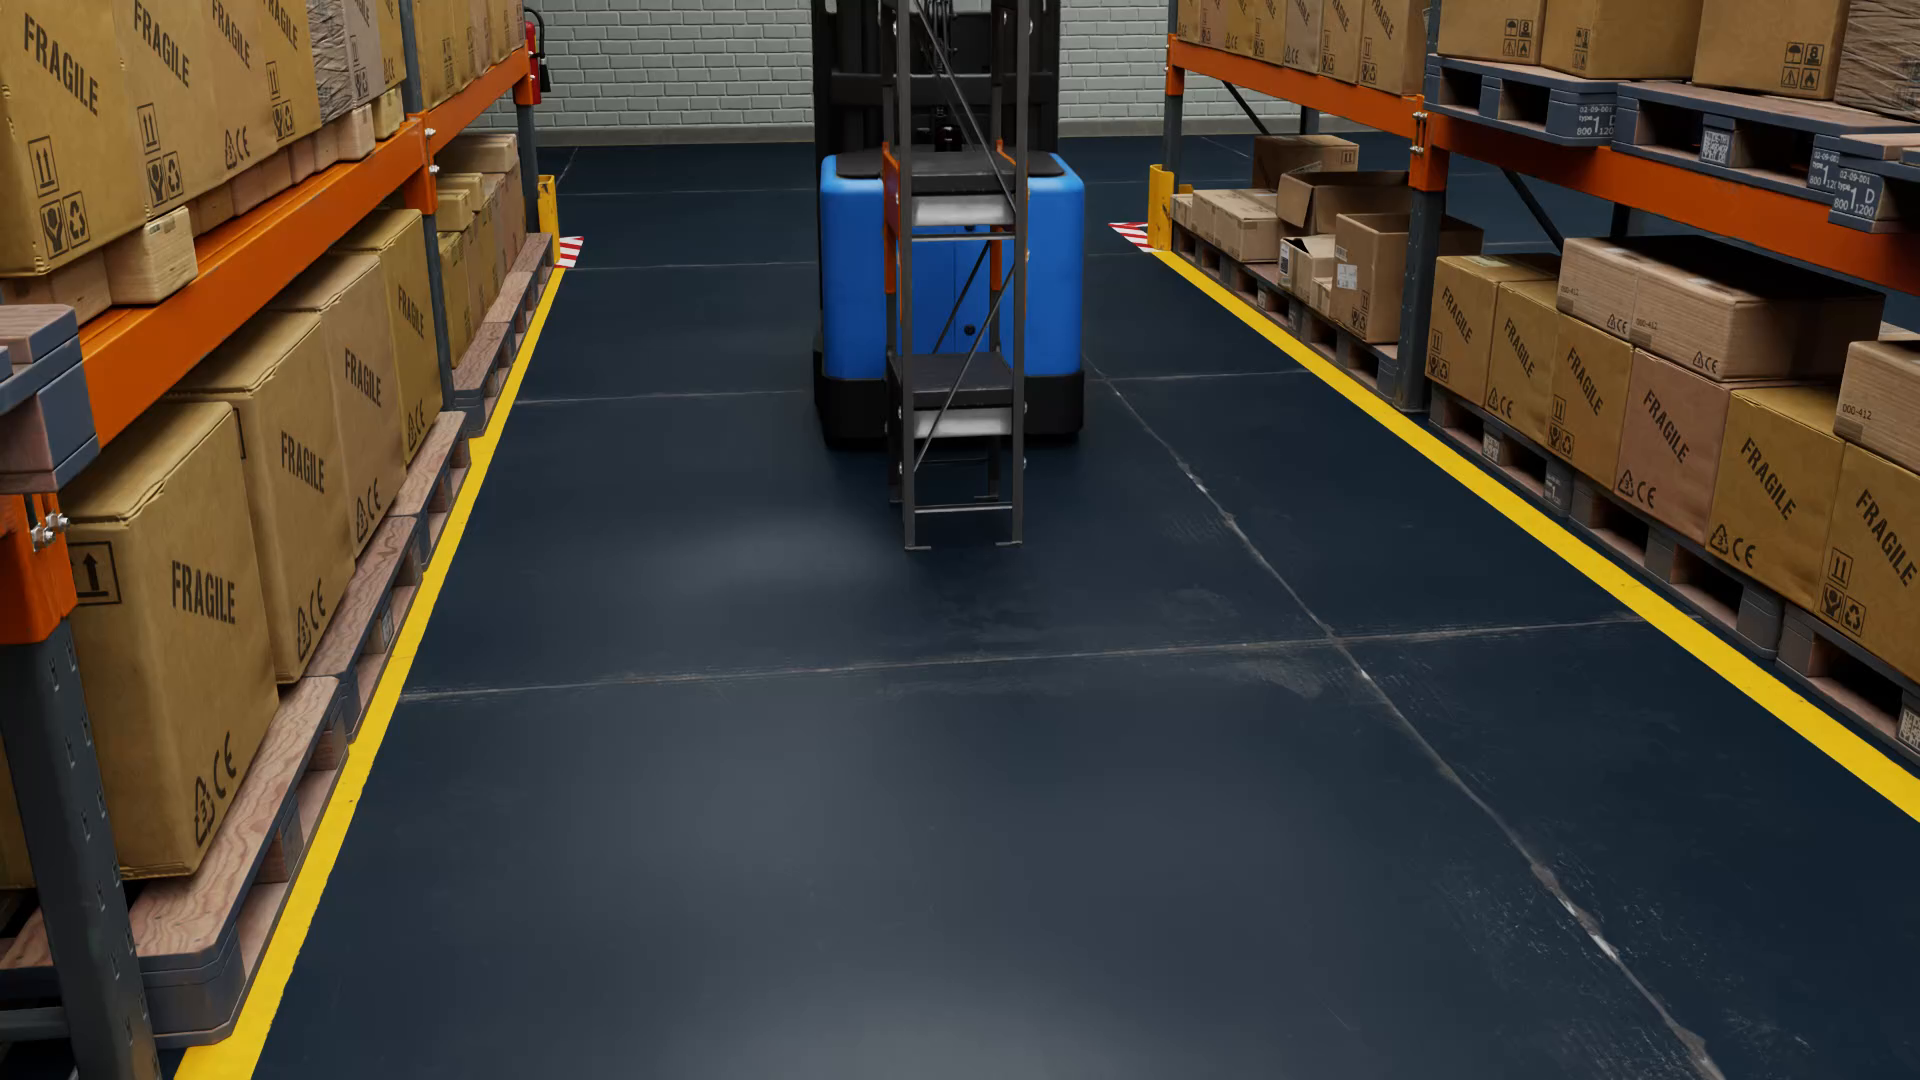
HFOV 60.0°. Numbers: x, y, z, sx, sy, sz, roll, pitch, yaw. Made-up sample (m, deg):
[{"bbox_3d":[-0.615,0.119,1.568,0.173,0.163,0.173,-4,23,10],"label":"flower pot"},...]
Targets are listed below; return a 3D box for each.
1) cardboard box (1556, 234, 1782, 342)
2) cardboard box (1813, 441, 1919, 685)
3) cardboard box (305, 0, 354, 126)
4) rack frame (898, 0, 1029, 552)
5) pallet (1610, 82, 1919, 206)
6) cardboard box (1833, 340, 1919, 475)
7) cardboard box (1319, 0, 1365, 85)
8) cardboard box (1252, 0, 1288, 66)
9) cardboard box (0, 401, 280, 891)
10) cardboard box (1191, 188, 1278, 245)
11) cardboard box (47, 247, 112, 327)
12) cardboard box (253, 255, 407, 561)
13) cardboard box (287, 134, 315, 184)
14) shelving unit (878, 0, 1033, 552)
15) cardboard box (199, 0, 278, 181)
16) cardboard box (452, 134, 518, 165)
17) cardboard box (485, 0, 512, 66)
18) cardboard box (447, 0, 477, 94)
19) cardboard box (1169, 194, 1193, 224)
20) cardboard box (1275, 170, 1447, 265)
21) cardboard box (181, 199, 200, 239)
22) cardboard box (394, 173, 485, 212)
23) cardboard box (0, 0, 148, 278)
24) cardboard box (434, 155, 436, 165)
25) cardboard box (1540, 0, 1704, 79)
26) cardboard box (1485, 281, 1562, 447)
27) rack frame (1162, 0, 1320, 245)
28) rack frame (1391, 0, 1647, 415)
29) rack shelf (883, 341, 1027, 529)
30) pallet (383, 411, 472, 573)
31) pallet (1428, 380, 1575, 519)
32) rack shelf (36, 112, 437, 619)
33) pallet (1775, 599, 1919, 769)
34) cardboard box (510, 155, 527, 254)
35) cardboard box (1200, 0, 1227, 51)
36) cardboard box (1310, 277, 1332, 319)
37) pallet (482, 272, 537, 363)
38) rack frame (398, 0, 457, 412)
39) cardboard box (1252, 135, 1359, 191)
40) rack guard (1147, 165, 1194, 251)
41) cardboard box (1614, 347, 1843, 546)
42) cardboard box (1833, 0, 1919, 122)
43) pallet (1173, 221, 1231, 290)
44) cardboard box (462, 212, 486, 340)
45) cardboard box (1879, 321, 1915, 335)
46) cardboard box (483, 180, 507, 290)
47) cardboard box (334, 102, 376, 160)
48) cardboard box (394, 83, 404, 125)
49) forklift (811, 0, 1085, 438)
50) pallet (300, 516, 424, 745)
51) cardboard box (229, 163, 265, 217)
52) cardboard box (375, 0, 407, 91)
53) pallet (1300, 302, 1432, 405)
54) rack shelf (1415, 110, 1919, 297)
[{"bbox_3d":[2.365,-0.852,5.581,0.500,0.250,0.500,-3,21,-8],"label":"cardboard box"},{"bbox_3d":[2.601,0.047,4.248,0.500,0.500,0.500,-2,21,-6],"label":"cardboard box"},{"bbox_3d":[-2.046,-1.438,4.683,0.500,0.500,0.500,-3,21,-8],"label":"cardboard box"},{"bbox_3d":[0.011,-0.956,5.276,0.400,2.100,0.015,-3,21,-8],"label":"rack frame"},{"bbox_3d":[2.684,-1.190,4.888,1.003,0.211,1.213,-3,21,-8],"label":"pallet"},{"bbox_3d":[2.589,-0.324,4.169,0.500,0.250,0.500,-2,21,-6],"label":"cardboard box"},{"bbox_3d":[1.990,-2.377,7.650,0.500,0.500,0.500,-2,21,-6],"label":"cardboard box"},{"bbox_3d":[1.838,-2.731,8.597,0.500,0.500,0.500,-3,21,-7],"label":"cardboard box"},{"bbox_3d":[-1.909,0.194,3.382,0.750,0.750,0.750,-3,21,-8],"label":"cardboard box"},{"bbox_3d":[1.685,-1.919,9.867,0.500,0.250,0.500,-3,21,-8],"label":"cardboard box"},{"bbox_3d":[-1.779,-0.460,2.992,0.380,0.149,0.250,-3,21,-7],"label":"cardboard box"},{"bbox_3d":[-2.156,-0.404,4.982,0.750,0.750,0.750,-2,21,-6],"label":"cardboard box"},{"bbox_3d":[-2.041,-1.087,4.670,0.380,0.149,0.250,-3,21,-9],"label":"cardboard box"},{"bbox_3d":[-0.024,-1.041,5.502,0.431,2.100,0.503,-3,21,-8],"label":"shelving unit"},{"bbox_3d":[-1.886,-1.086,3.739,0.500,0.500,0.500,-3,21,-8],"label":"cardboard box"},{"bbox_3d":[-2.687,-2.182,9.317,0.380,0.149,0.250,-3,21,-8],"label":"cardboard box"},{"bbox_3d":[-2.887,-2.838,8.599,0.980,0.700,0.700,-3,21,-8],"label":"cardboard box"},{"bbox_3d":[-2.671,-2.322,7.218,0.980,0.700,0.700,-3,21,-9],"label":"cardboard box"},{"bbox_3d":[1.536,-2.085,10.456,0.380,0.149,0.250,-3,21,-8],"label":"cardboard box"},{"bbox_3d":[2.116,-1.678,8.861,0.797,0.503,0.637,-3,21,-8],"label":"cardboard box"},{"bbox_3d":[-1.938,-0.727,3.706,0.380,0.149,0.250,-2,21,-7],"label":"cardboard box"},{"bbox_3d":[-2.460,-1.642,7.872,0.380,0.149,0.250,-4,21,-9],"label":"cardboard box"},{"bbox_3d":[-1.750,-0.732,2.792,0.500,0.500,0.500,-2,21,-6],"label":"cardboard box"},{"bbox_3d":[-3.028,-2.075,9.031,0.380,0.149,0.250,-3,21,-8],"label":"cardboard box"},{"bbox_3d":[2.401,-1.825,5.571,0.700,0.500,0.500,0,20,1],"label":"cardboard box"},{"bbox_3d":[2.308,-0.663,6.147,0.500,0.500,0.500,-3,21,-7],"label":"cardboard box"},{"bbox_3d":[1.815,-3.376,10.469,1.000,3.000,0.127,-3,21,-8],"label":"rack frame"},{"bbox_3d":[2.392,-1.991,6.761,1.000,3.000,0.127,-3,21,-8],"label":"rack frame"},{"bbox_3d":[-0.024,-0.372,5.752,0.431,0.518,0.480,-3,21,-8],"label":"rack shelf"},{"bbox_3d":[-2.324,-0.171,5.871,1.003,0.211,1.213,-3,21,-8],"label":"pallet"},{"bbox_3d":[2.547,-0.405,6.500,1.003,0.211,1.213,-3,21,-8],"label":"pallet"},{"bbox_3d":[-2.221,-0.711,4.360,1.077,0.370,4.000,-3,21,-8],"label":"rack shelf"},{"bbox_3d":[2.898,0.440,4.238,1.003,0.211,1.213,-3,21,-8],"label":"pallet"},{"bbox_3d":[-2.886,-1.914,9.525,0.700,0.500,0.500,-3,21,-8],"label":"cardboard box"},{"bbox_3d":[1.698,-3.078,9.527,0.500,0.500,0.500,-3,21,-8],"label":"cardboard box"},{"bbox_3d":[1.916,-1.172,8.012,0.380,0.149,0.250,-3,21,-8],"label":"cardboard box"},{"bbox_3d":[-2.721,-1.124,8.425,1.003,0.211,1.213,-3,21,-8],"label":"pallet"},{"bbox_3d":[-2.509,-1.740,6.088,1.000,3.000,0.127,-3,21,-8],"label":"rack frame"},{"bbox_3d":[2.137,-2.236,10.358,0.500,0.500,0.500,-3,21,-8],"label":"cardboard box"},{"bbox_3d":[1.826,-2.179,10.836,1.175,0.500,0.348,-3,21,-8],"label":"rack guard"},{"bbox_3d":[2.445,-0.314,5.214,0.500,0.500,0.500,-4,21,-10],"label":"cardboard box"},{"bbox_3d":[2.823,-1.389,4.404,0.700,0.500,0.500,1,20,2],"label":"cardboard box"},{"bbox_3d":[1.942,-1.767,10.147,1.003,0.211,1.213,-3,21,-8],"label":"pallet"},{"bbox_3d":[-2.585,-1.204,7.625,0.700,0.500,0.500,-3,21,-8],"label":"cardboard box"},{"bbox_3d":[2.881,-0.525,5.778,0.500,0.500,0.500,-3,21,-7],"label":"cardboard box"},{"bbox_3d":[-2.741,-1.566,8.595,0.700,0.500,0.500,-4,21,-10],"label":"cardboard box"},{"bbox_3d":[-2.032,-1.262,5.140,0.380,0.149,0.250,-3,21,-8],"label":"cardboard box"},{"bbox_3d":[-2.181,-1.529,5.854,0.380,0.149,0.250,-3,21,-7],"label":"cardboard box"},{"bbox_3d":[-0.124,-2.248,7.545,1.130,2.935,3.031,-1,21,-4],"label":"forklift"},{"bbox_3d":[-2.145,0.253,4.738,1.003,0.211,1.213,-3,21,-8],"label":"pallet"},{"bbox_3d":[-1.983,-0.903,4.178,0.380,0.149,0.250,-3,21,-7],"label":"cardboard box"},{"bbox_3d":[-2.194,-1.789,5.621,0.500,0.500,0.500,-3,21,-9],"label":"cardboard box"},{"bbox_3d":[2.294,-0.923,7.885,1.003,0.211,1.213,-3,21,-8],"label":"pallet"},{"bbox_3d":[2.680,-0.962,5.032,1.077,0.370,4.000,-3,21,-8],"label":"rack shelf"}]
